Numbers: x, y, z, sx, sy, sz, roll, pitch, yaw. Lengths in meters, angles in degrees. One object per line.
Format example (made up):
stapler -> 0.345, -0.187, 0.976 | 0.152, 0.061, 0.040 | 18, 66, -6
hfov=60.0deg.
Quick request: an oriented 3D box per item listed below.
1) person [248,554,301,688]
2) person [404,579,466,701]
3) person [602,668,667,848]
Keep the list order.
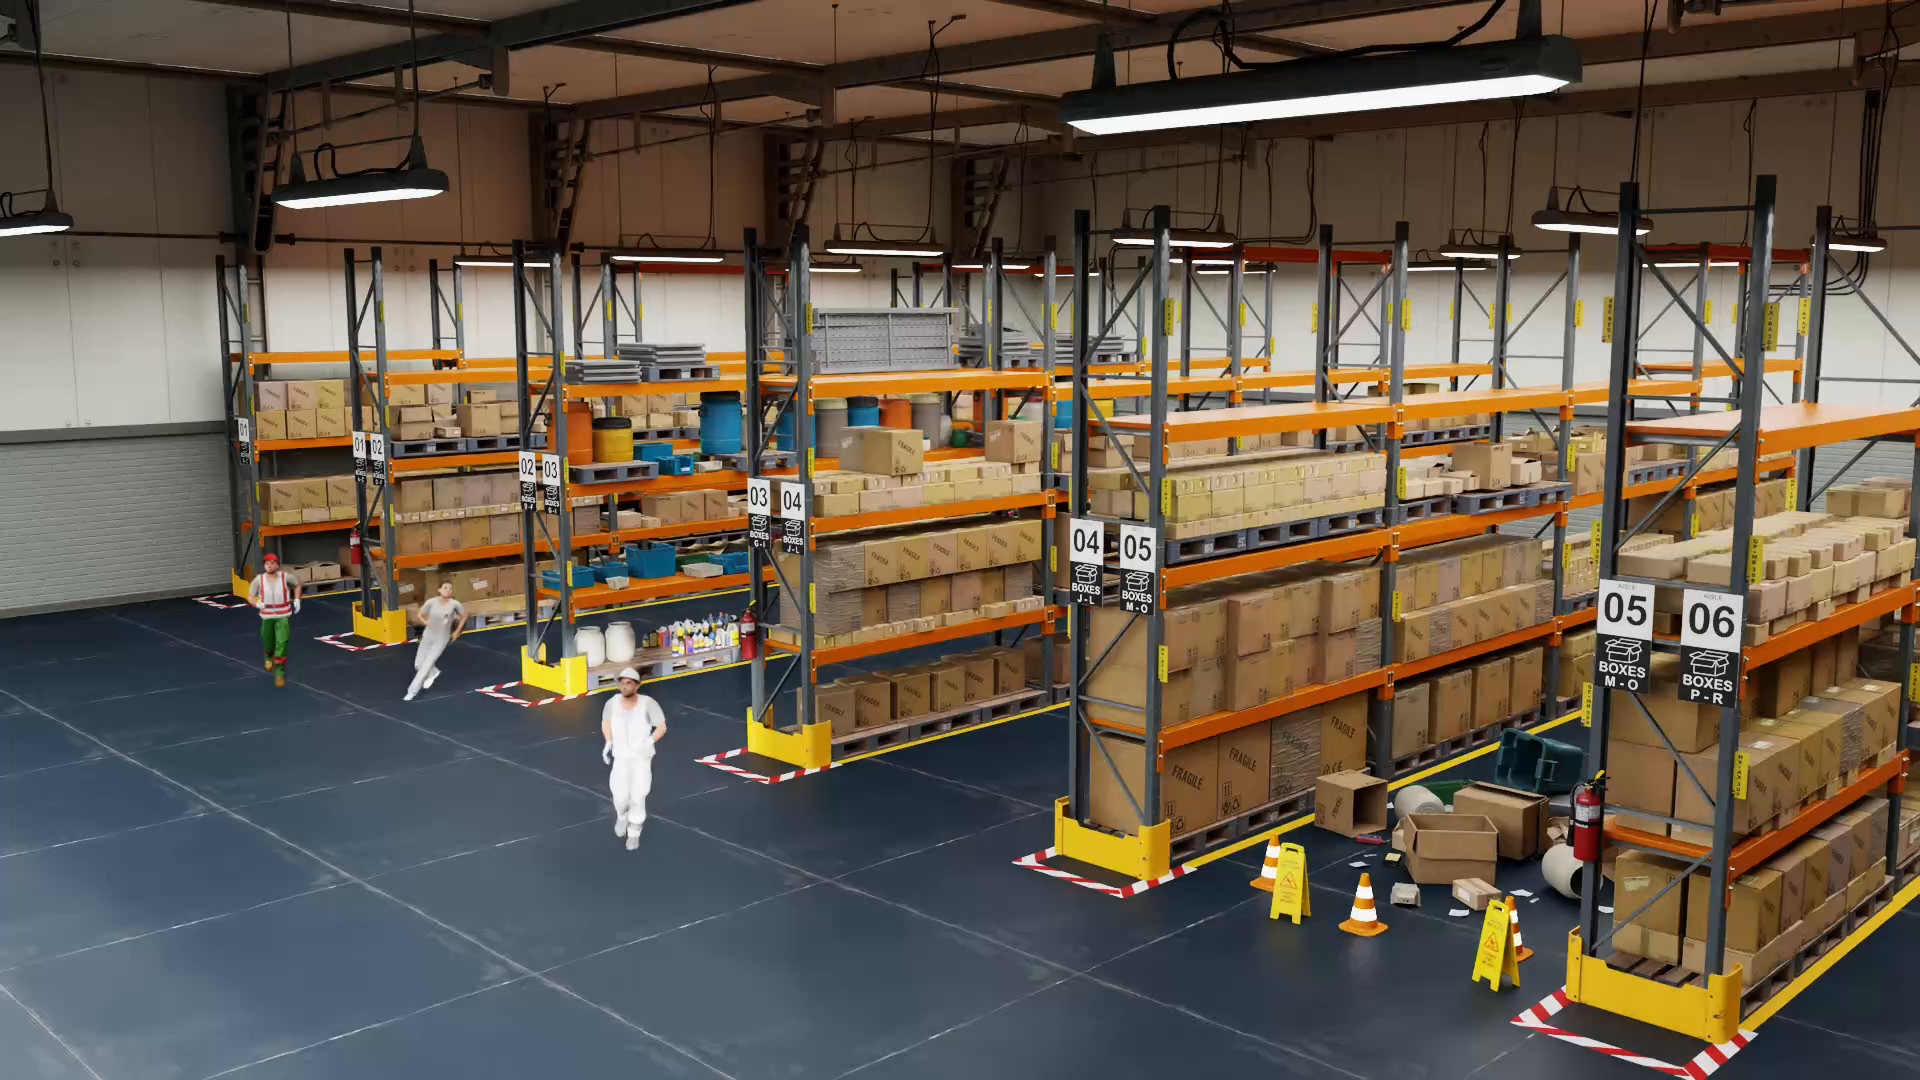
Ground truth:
person -> -9.376, 1.060, 22.790 | 0.670, 1.789, 0.989 | -3, 9, -18
person -> -6.934, 1.294, 22.000 | 0.709, 1.571, 0.707 | 0, 8, 3
person -> -3.109, 2.077, 15.779 | 0.637, 1.749, 0.607 | 0, 8, 0
